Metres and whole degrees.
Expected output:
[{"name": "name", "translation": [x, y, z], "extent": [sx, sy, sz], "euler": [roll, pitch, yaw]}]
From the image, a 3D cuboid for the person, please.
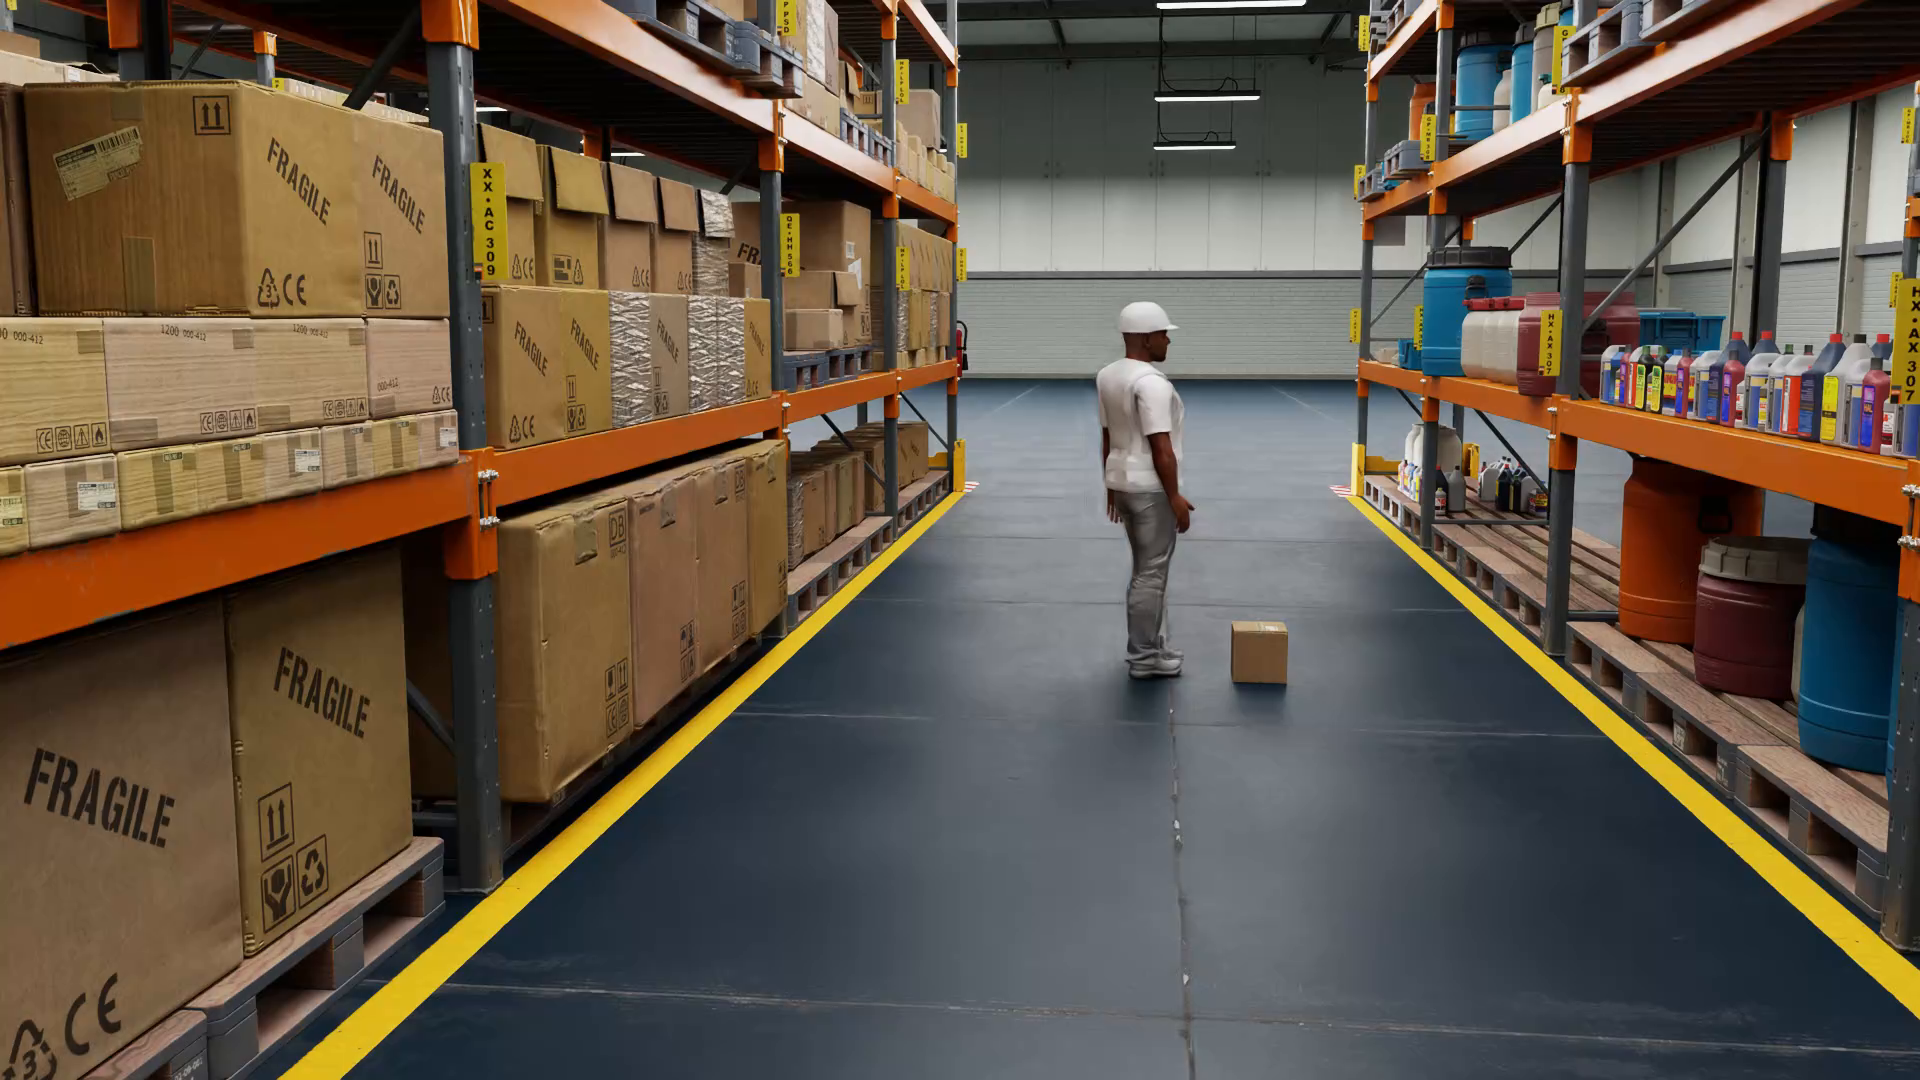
[{"name": "person", "translation": [0.956, -0.234, 7.906], "extent": [0.539, 1.778, 0.599], "euler": [-3, 8, -20]}]
